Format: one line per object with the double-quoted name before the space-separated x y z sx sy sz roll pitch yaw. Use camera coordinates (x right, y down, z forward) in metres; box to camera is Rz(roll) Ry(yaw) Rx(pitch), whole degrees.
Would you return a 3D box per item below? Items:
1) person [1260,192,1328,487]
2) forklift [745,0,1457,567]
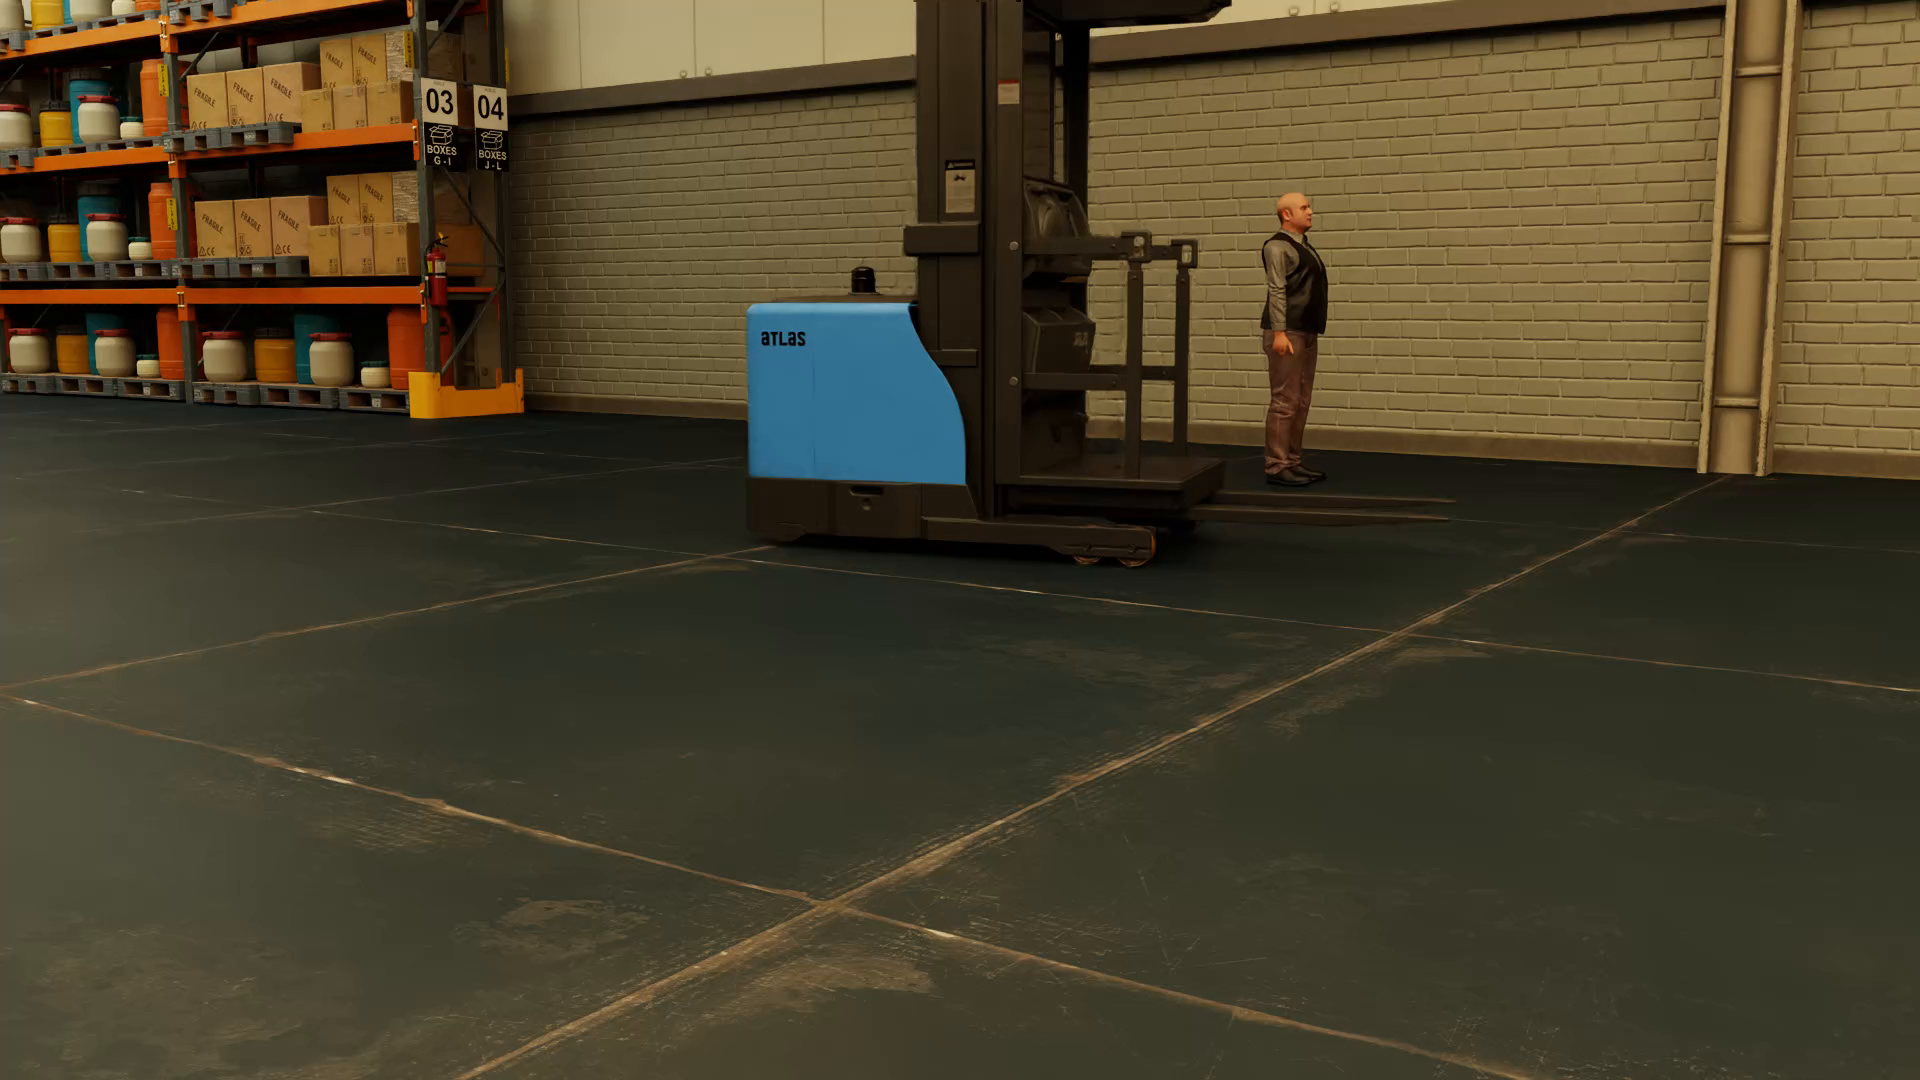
"person" 2.010 -1.204 9.961 0.375 1.724 0.525 4 9 29
"forklift" 0.614 -1.424 7.208 3.031 2.935 1.130 3 9 19
